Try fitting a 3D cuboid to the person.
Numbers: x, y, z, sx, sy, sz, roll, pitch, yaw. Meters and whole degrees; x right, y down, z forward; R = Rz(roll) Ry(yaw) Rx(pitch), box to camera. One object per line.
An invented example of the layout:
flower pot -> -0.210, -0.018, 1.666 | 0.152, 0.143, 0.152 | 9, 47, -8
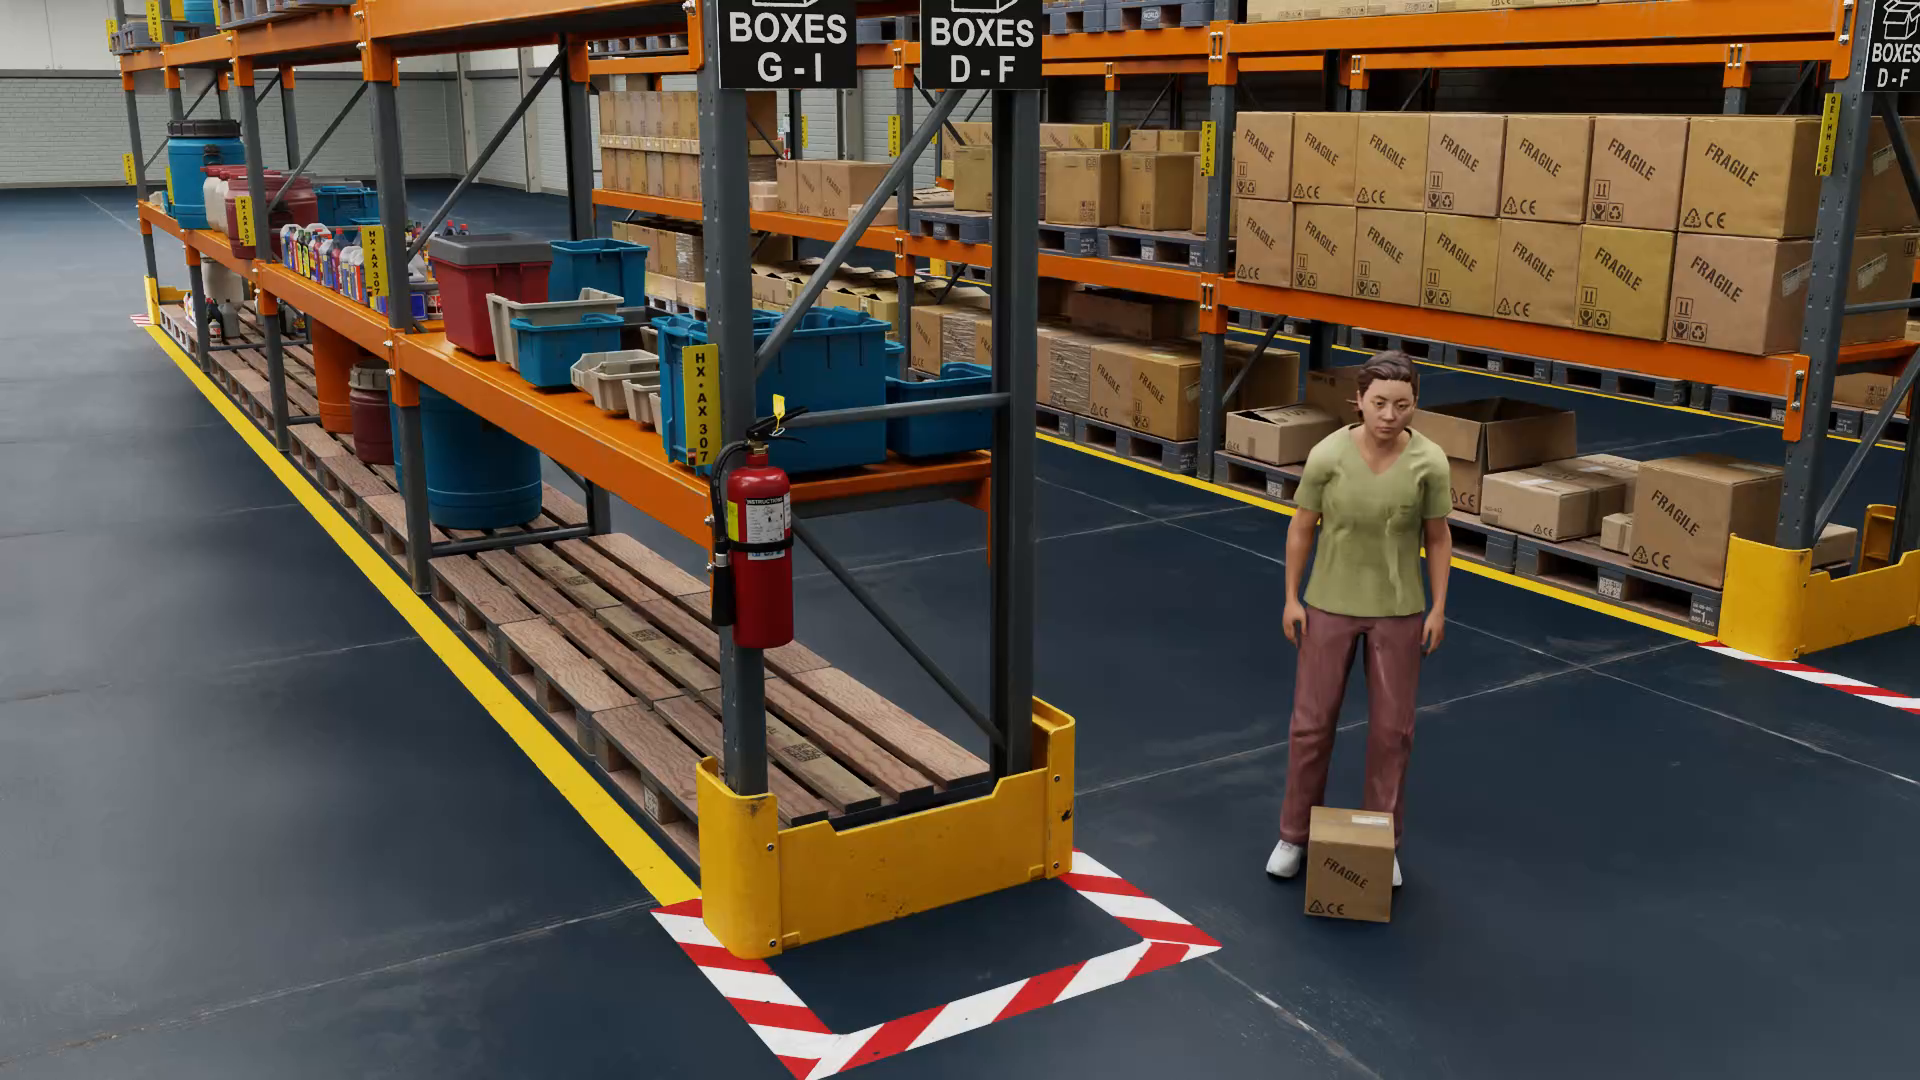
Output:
person -> 1.244, 0.238, 5.127 | 0.509, 1.671, 0.364 | 3, 15, 11
